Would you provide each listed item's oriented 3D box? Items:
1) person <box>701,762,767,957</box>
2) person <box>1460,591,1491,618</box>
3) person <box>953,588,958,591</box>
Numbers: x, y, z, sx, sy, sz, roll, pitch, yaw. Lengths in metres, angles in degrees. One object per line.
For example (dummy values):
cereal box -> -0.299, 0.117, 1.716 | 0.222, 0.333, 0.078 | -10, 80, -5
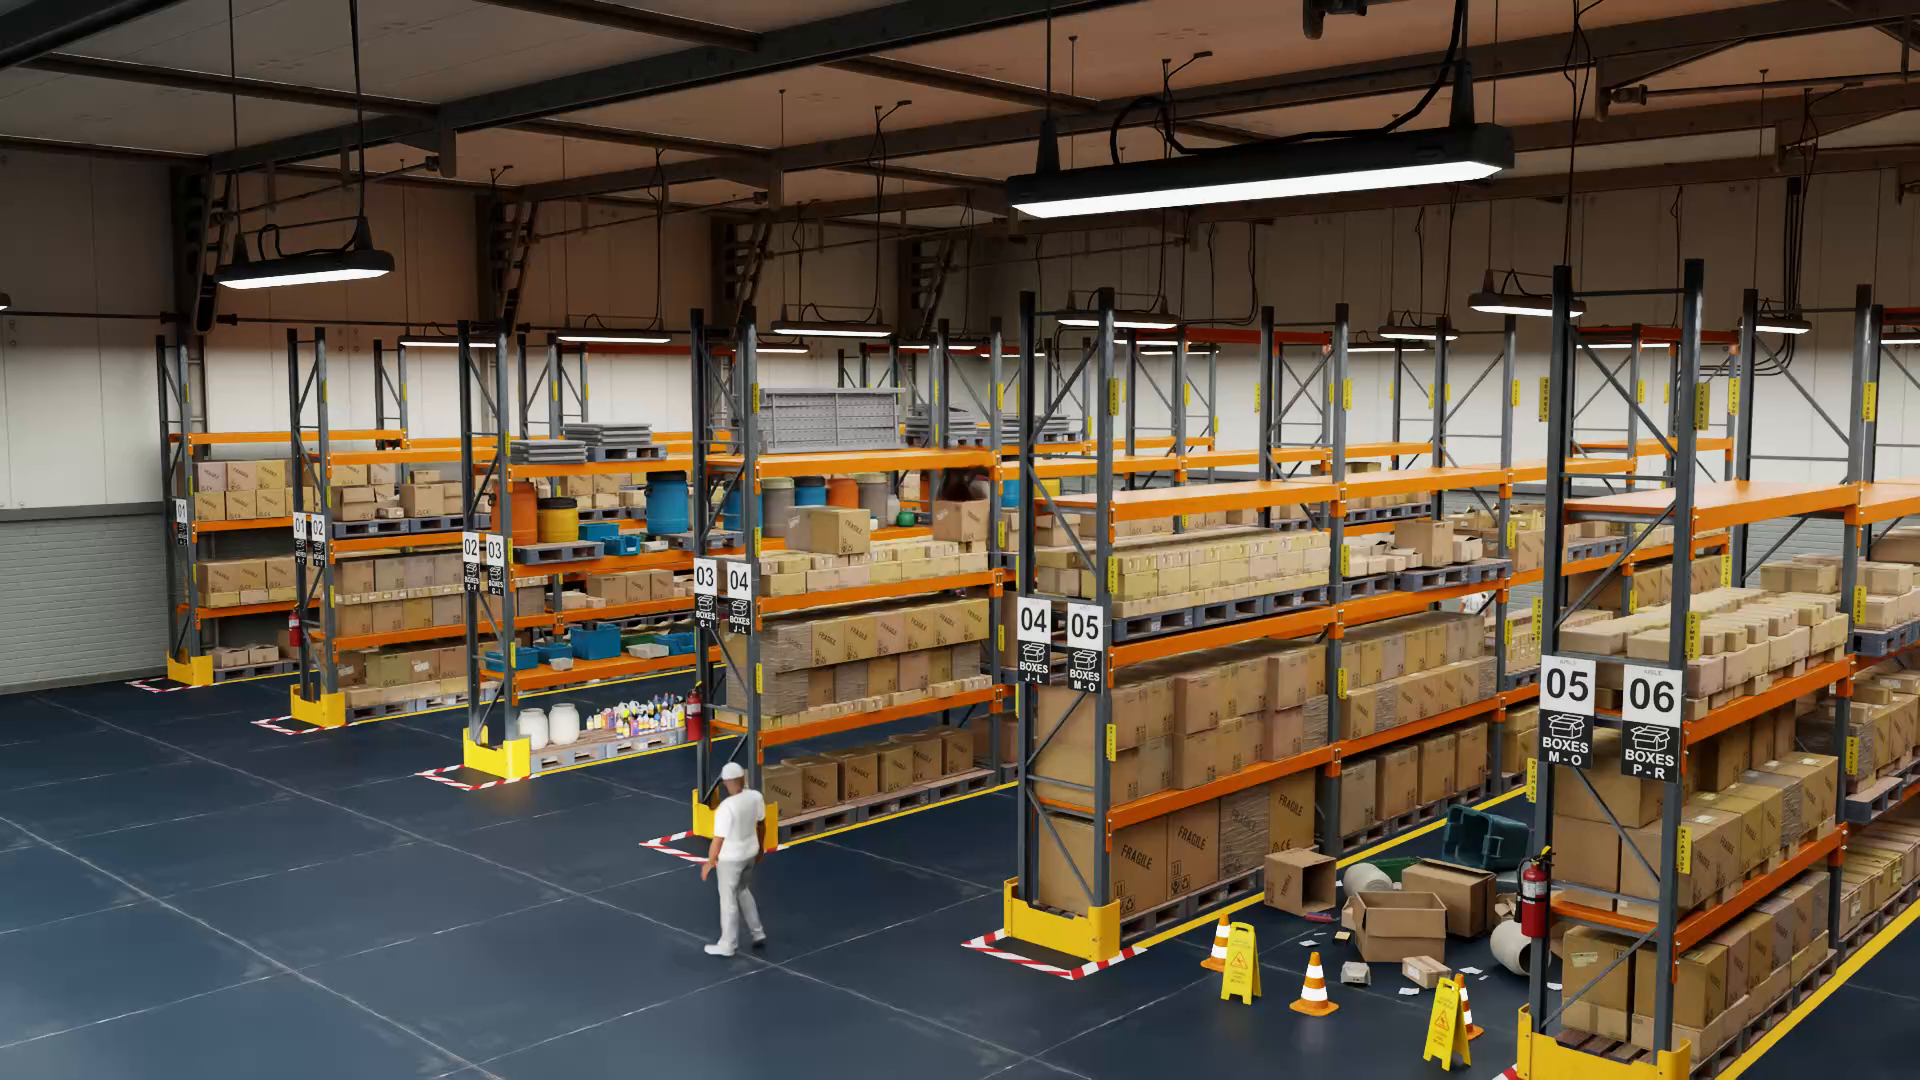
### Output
person -> -2.055, 2.882, 15.077 | 0.473, 1.799, 0.656 | 3, 6, 27
person -> 9.498, 1.454, 30.768 | 0.515, 1.629, 0.655 | -1, 6, -13
person -> -0.323, 0.651, 38.862 | 0.537, 1.830, 0.609 | 4, 7, 37
